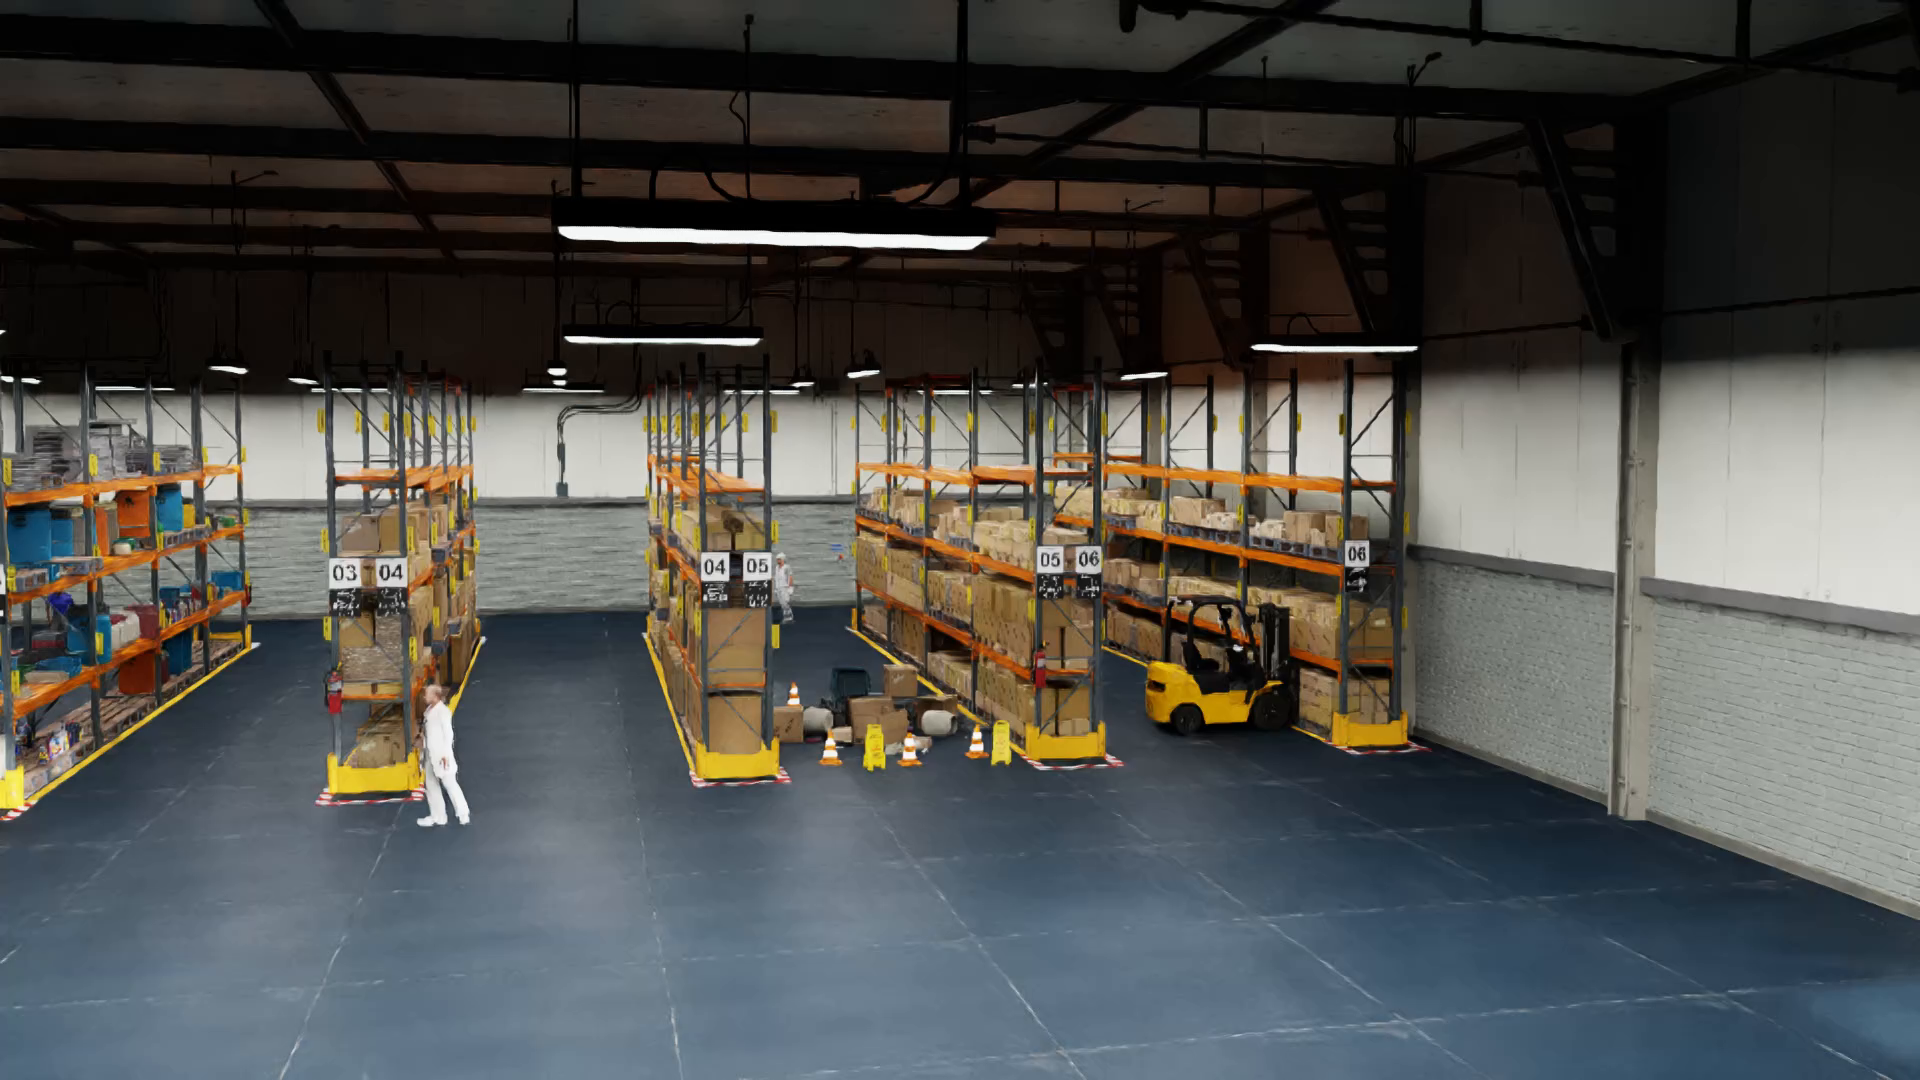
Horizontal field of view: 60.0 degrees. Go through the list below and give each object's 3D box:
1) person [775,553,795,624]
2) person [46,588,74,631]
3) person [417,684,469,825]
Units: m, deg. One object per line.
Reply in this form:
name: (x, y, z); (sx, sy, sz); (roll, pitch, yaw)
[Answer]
person: (-4.383, 1.212, 41.525); (0.626, 1.783, 0.374); (4, 5, 43)
person: (-19.453, 1.761, 35.987); (0.592, 1.494, 0.513); (-1, 4, -16)
person: (-6.470, 2.676, 20.822); (0.587, 1.773, 0.691); (-3, 5, -40)
